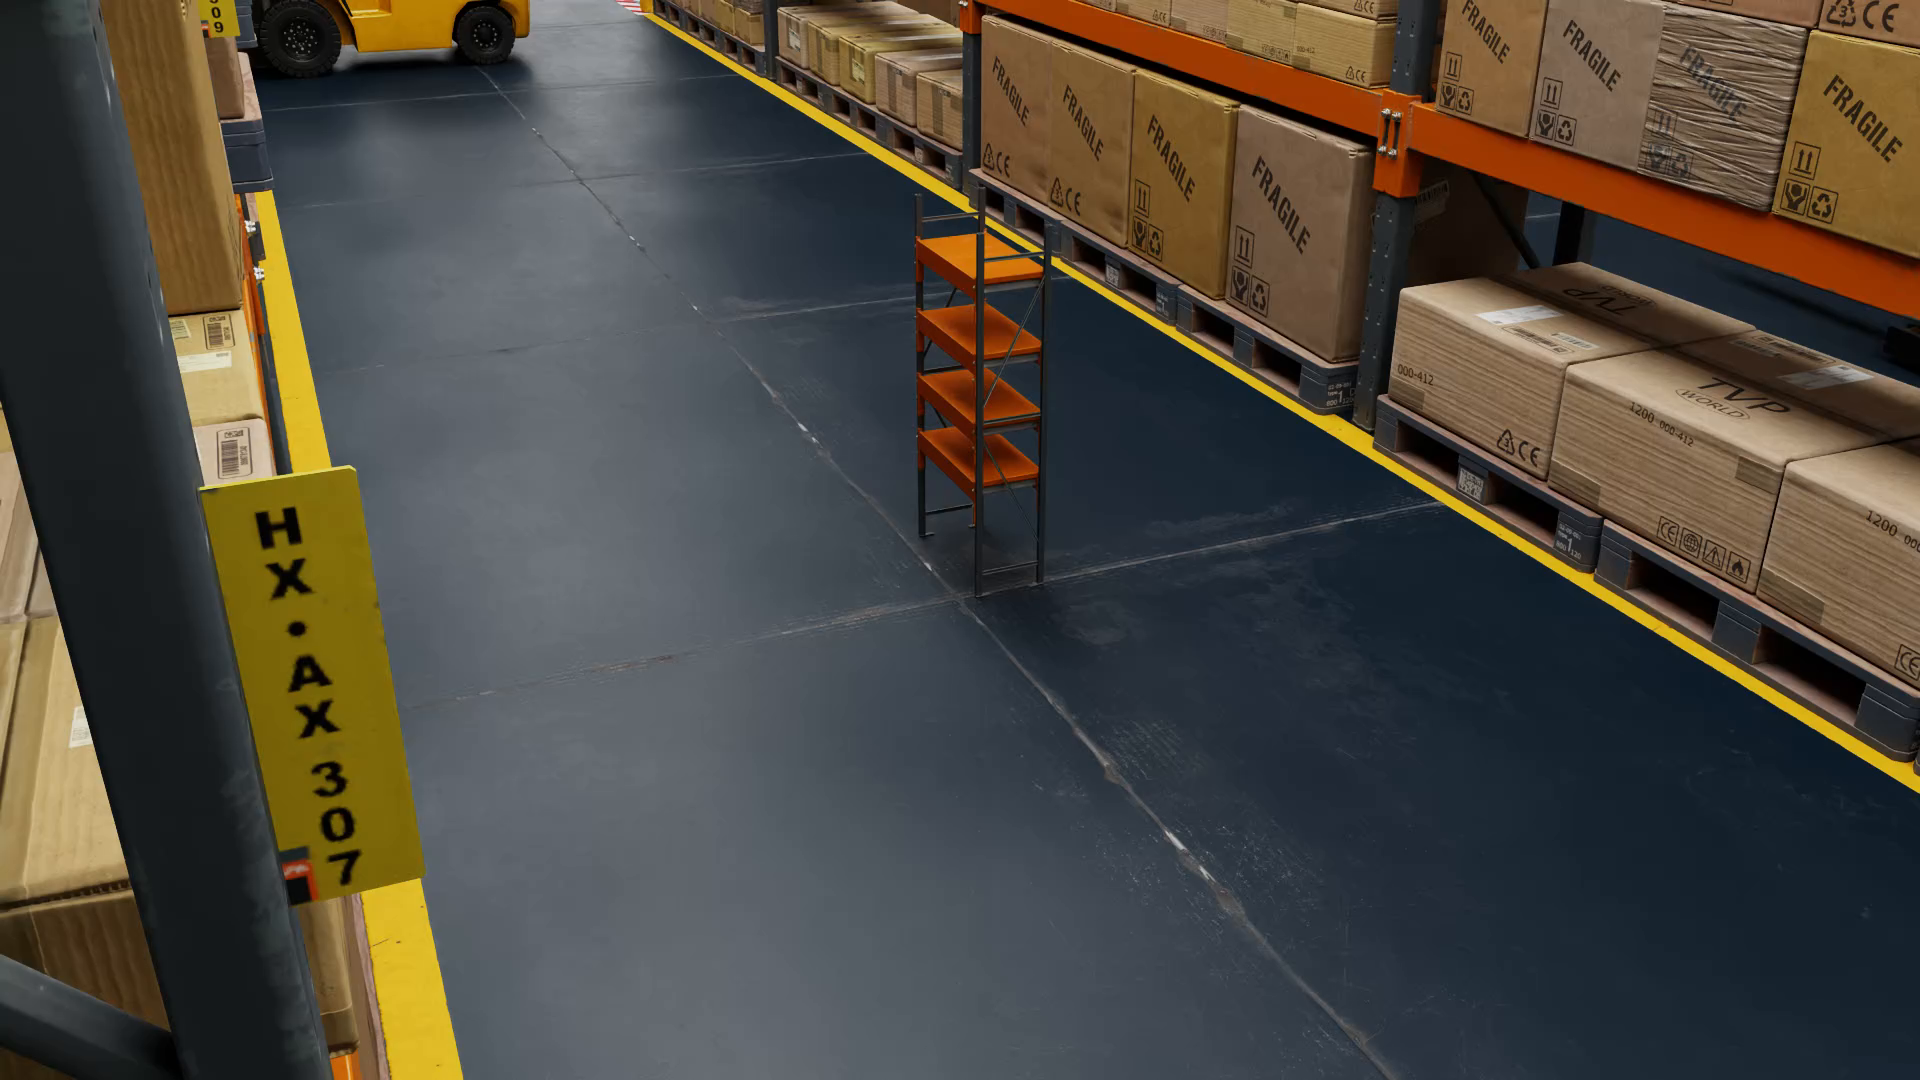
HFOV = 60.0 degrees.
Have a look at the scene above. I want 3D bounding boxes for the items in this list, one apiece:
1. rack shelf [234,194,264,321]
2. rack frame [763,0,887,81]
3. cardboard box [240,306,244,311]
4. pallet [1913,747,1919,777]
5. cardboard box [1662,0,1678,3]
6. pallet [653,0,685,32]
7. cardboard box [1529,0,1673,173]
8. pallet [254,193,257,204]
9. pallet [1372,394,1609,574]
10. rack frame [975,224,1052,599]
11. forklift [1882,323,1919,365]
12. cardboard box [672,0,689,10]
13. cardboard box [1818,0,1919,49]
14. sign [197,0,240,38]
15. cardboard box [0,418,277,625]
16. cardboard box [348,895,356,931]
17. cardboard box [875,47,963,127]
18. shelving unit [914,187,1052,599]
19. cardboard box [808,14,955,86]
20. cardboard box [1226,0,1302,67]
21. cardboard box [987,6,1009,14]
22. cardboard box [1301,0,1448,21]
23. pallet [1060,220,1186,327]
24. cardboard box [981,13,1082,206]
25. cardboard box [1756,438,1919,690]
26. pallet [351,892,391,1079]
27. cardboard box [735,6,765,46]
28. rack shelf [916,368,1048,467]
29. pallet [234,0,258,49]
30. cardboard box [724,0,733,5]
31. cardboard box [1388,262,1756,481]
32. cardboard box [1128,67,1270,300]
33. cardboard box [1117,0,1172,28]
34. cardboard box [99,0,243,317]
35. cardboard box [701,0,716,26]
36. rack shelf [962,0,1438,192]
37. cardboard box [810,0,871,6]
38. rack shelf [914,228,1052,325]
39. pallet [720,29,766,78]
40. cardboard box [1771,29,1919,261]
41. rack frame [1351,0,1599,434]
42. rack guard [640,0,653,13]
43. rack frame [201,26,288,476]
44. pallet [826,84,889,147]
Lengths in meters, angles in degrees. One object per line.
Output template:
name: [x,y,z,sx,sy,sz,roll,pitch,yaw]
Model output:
rack shelf: [-3.285,-1.510,6.243,1.077,0.370,4.000,-11,28,-21]
rack frame: [-1.069,-5.110,12.796,1.000,3.000,0.127,-11,28,-21]
cardboard box: [-1.685,-0.525,3.238,0.500,0.250,0.500,-11,28,-21]
pallet: [3.246,0.679,4.120,1.003,0.211,1.213,-11,28,-21]
cardboard box: [2.220,-1.935,5.042,0.500,0.500,0.500,-11,28,-21]
pallet: [-2.320,-5.107,15.968,1.003,0.211,1.213,-11,28,-21]
cardboard box: [2.200,-1.487,5.262,0.500,0.500,0.500,-10,28,-20]
pallet: [-4.828,-2.218,10.052,1.003,0.211,1.213,-11,28,-21]
pallet: [2.290,-0.306,6.137,1.003,0.211,1.213,-11,28,-21]
rack frame: [0.160,-0.374,5.148,0.240,1.200,0.015,-11,28,-21]
forklift: [4.738,-2.051,6.611,1.130,2.935,3.031,-8,27,-16]
cardboard box: [-2.381,-5.097,15.426,0.500,0.250,0.500,-10,28,-19]
cardboard box: [2.605,-1.523,4.196,0.500,0.500,0.500,-11,28,-21]
sign: [-2.005,-1.511,4.439,0.100,0.325,0.005,-11,28,-21]
cardboard box: [-1.063,0.090,1.979,0.500,0.250,0.500,-10,28,-20]
cardboard box: [-1.501,0.678,3.313,0.500,0.500,0.500,-10,28,-20]
cardboard box: [-0.011,-3.029,11.051,0.950,0.372,0.625,-11,28,-22]
shelving unit: [0.065,-0.472,5.350,0.258,1.200,0.503,-11,28,-21]
cardboard box: [-0.576,-3.616,12.255,0.950,0.372,0.625,-9,27,-17]
cardboard box: [1.458,-2.156,6.918,0.500,0.250,0.500,-11,28,-21]
cardboard box: [0.557,-4.645,13.830,0.500,0.500,0.500,-11,28,-21]
cardboard box: [1.668,-2.173,6.384,0.500,0.250,0.500,-11,28,-21]
pallet: [1.211,-1.419,8.415,1.003,0.211,1.213,-11,28,-21]
cardboard box: [0.692,-2.436,9.263,0.875,0.875,0.875,-11,28,-21]
cardboard box: [2.914,0.080,4.609,0.875,0.438,0.875,-10,28,-19]
pallet: [-1.752,0.998,3.465,1.003,0.211,1.213,-11,28,-21]
cardboard box: [-1.548,-4.255,13.702,0.500,0.250,0.500,-9,28,-18]
rack shelf: [0.065,-0.412,5.379,0.258,0.148,0.480,-11,28,-21]
pallet: [-3.738,-2.293,7.245,1.213,0.211,1.003,-11,28,-21]
cardboard box: [-1.748,-4.797,13.958,0.500,0.500,0.500,-10,28,-20]
cardboard box: [2.211,-0.645,6.095,0.875,0.438,0.875,-11,28,-21]
cardboard box: [1.387,-1.714,7.784,0.875,0.875,0.875,-10,28,-19]
cardboard box: [1.072,-2.571,7.768,0.500,0.250,0.500,-11,28,-21]
cardboard box: [-1.453,-0.649,2.638,0.500,0.500,0.500,-10,28,-19]
cardboard box: [-1.960,-4.675,14.561,0.500,0.250,0.500,-10,28,-20]
rack shelf: [1.281,-2.364,7.993,1.077,0.370,4.000,-11,28,-21]
cardboard box: [-1.051,-4.684,13.726,0.500,0.500,0.500,-9,27,-18]
rack shelf: [0.065,-0.825,5.177,0.258,0.148,0.480,-11,28,-21]
pallet: [-1.364,-4.122,13.951,1.003,0.211,1.213,-11,28,-21]
cardboard box: [2.591,-1.077,4.423,0.500,0.500,0.500,-10,28,-19]
rack frame: [2.064,-1.880,6.182,1.000,3.000,0.127,-11,28,-21]
rack guard: [-2.605,-5.570,16.589,1.175,0.500,0.348,-11,28,-21]
rack frame: [-2.502,-1.026,4.432,1.000,3.000,0.127,-11,28,-21]
pallet: [-0.281,-3.049,11.755,1.003,0.211,1.213,-11,28,-21]
